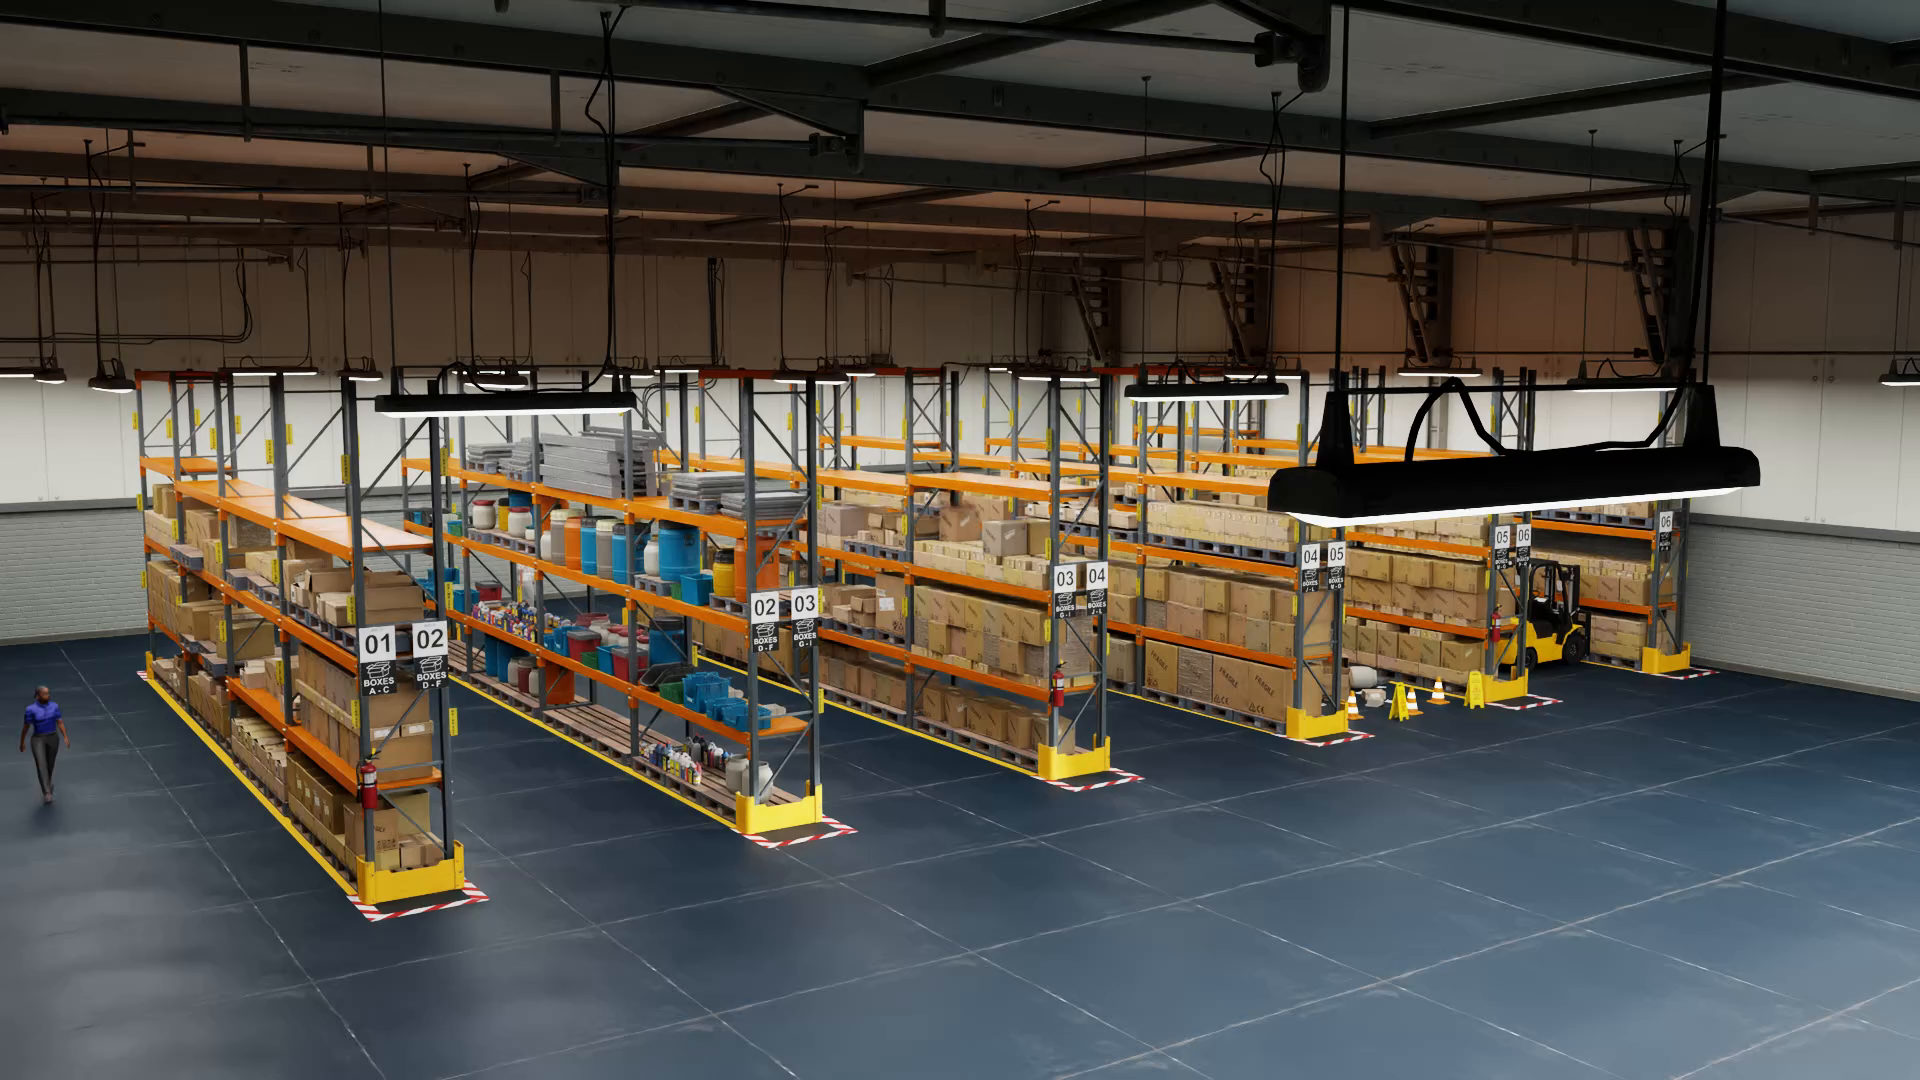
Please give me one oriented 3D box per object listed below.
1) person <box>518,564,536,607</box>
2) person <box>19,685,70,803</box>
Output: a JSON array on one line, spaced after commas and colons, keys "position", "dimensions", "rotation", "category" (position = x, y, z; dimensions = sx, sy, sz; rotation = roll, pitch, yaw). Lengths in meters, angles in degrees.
[{"position": [-10.396, 0.954, 39.799], "dimensions": [0.768, 1.744, 0.535], "rotation": [1, 6, 6], "category": "person"}, {"position": [-13.019, 2.858, 23.648], "dimensions": [0.564, 1.575, 1.047], "rotation": [-6, 9, -43], "category": "person"}]
